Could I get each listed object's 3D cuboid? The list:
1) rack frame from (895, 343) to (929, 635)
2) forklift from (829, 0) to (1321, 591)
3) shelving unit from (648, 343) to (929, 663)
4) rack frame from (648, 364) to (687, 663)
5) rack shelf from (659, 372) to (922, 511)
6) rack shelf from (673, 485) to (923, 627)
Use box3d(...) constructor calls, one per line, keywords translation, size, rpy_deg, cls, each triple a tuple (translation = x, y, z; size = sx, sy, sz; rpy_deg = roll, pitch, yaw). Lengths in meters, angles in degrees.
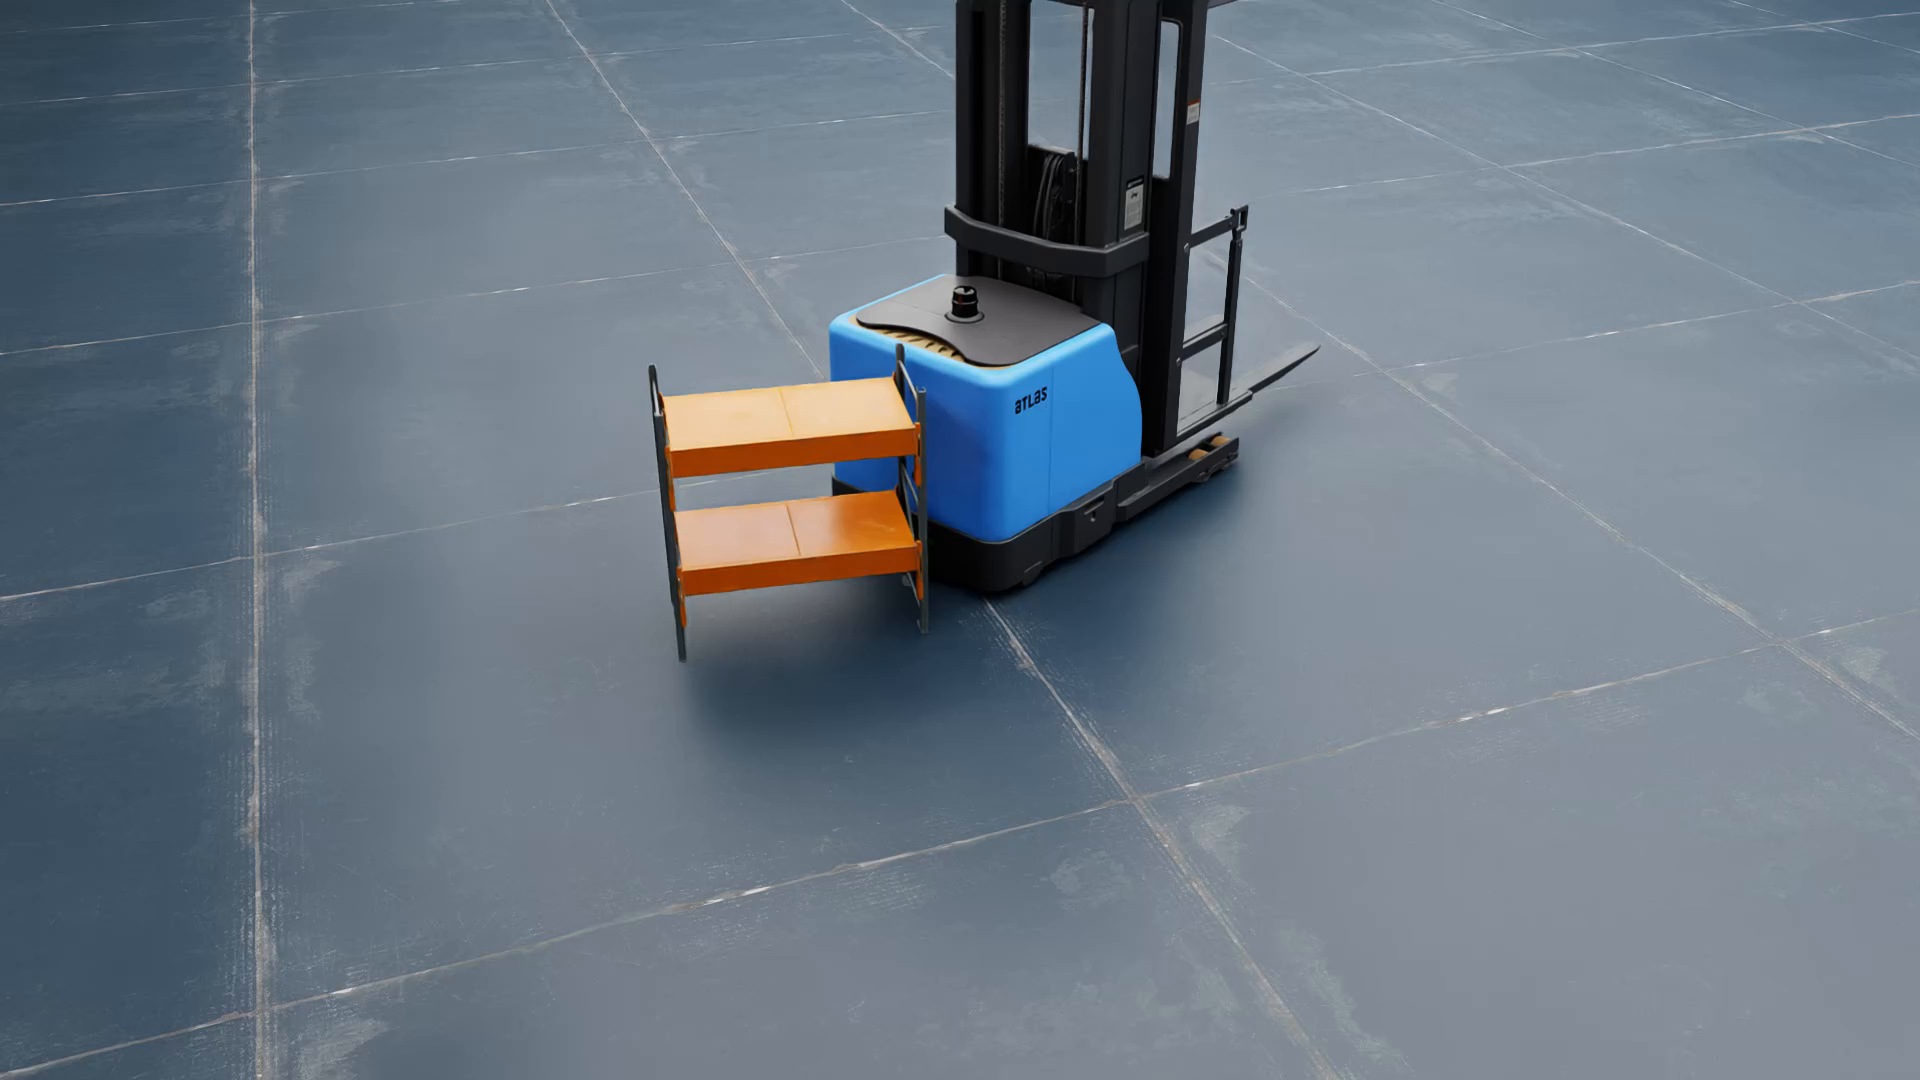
box3d(translation=(-0.201, -0.210, 6.982), size=(0.032, 1.125, 0.500), rpy_deg=(-6, 30, -11), cls="rack frame")
box3d(translation=(0.752, -1.702, 7.777), size=(1.130, 2.935, 3.031), rpy_deg=(23, 37, 35), cls="forklift")
box3d(translation=(-0.698, -0.156, 6.888), size=(1.048, 1.125, 0.538), rpy_deg=(-6, 30, -11), cls="shelving unit")
box3d(translation=(-1.194, -0.102, 6.793), size=(0.032, 1.125, 0.500), rpy_deg=(-6, 30, -11), cls="rack frame")
box3d(translation=(-0.698, -0.411, 6.743), size=(1.000, 0.278, 0.538), rpy_deg=(-6, 30, -11), cls="rack shelf")
box3d(translation=(-0.698, 0.056, 7.009), size=(1.000, 0.278, 0.538), rpy_deg=(-6, 30, -11), cls="rack shelf")
